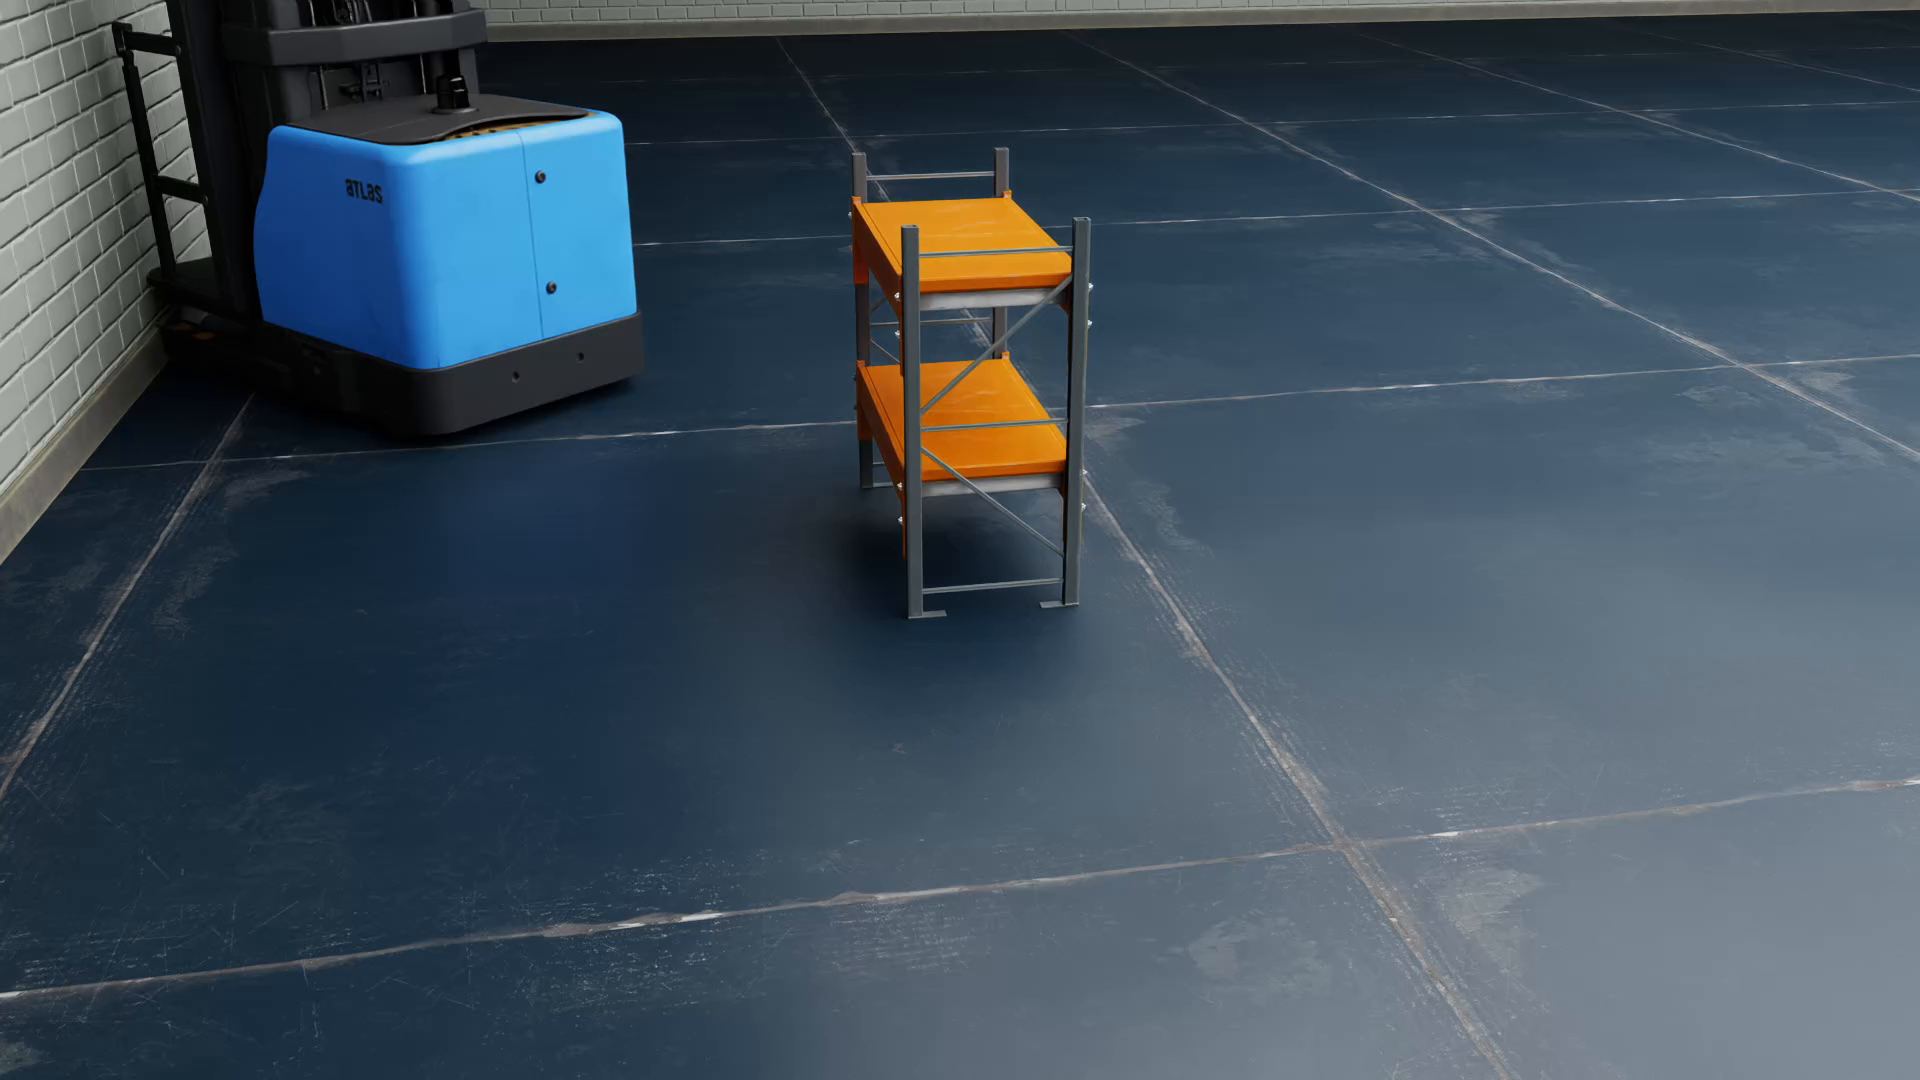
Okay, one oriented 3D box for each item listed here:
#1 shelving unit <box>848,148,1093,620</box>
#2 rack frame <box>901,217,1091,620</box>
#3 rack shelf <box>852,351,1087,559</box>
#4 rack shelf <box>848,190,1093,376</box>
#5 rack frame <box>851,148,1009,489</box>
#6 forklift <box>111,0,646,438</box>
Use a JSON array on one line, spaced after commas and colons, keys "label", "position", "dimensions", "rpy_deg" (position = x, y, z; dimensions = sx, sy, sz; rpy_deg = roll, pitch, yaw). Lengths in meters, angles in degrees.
[{"label": "shelving unit", "position": [0.001, -0.513, 5.019], "dimensions": [0.538, 1.125, 1.048], "rpy_deg": [-4, 24, -10]}, {"label": "rack frame", "position": [0.095, -0.313, 4.561], "dimensions": [0.500, 1.125, 0.032], "rpy_deg": [-4, 24, -10]}, {"label": "rack shelf", "position": [0.001, -0.289, 5.117], "dimensions": [0.538, 0.278, 1.000], "rpy_deg": [-4, 24, -10]}, {"label": "rack shelf", "position": [0.001, -0.781, 4.902], "dimensions": [0.538, 0.278, 1.000], "rpy_deg": [-4, 24, -10]}, {"label": "rack frame", "position": [-0.093, -0.713, 5.477], "dimensions": [0.500, 1.125, 0.032], "rpy_deg": [-4, 24, -10]}, {"label": "forklift", "position": [-2.717, -2.176, 6.570], "dimensions": [3.031, 2.935, 1.130], "rpy_deg": [18, 29, 35]}]
